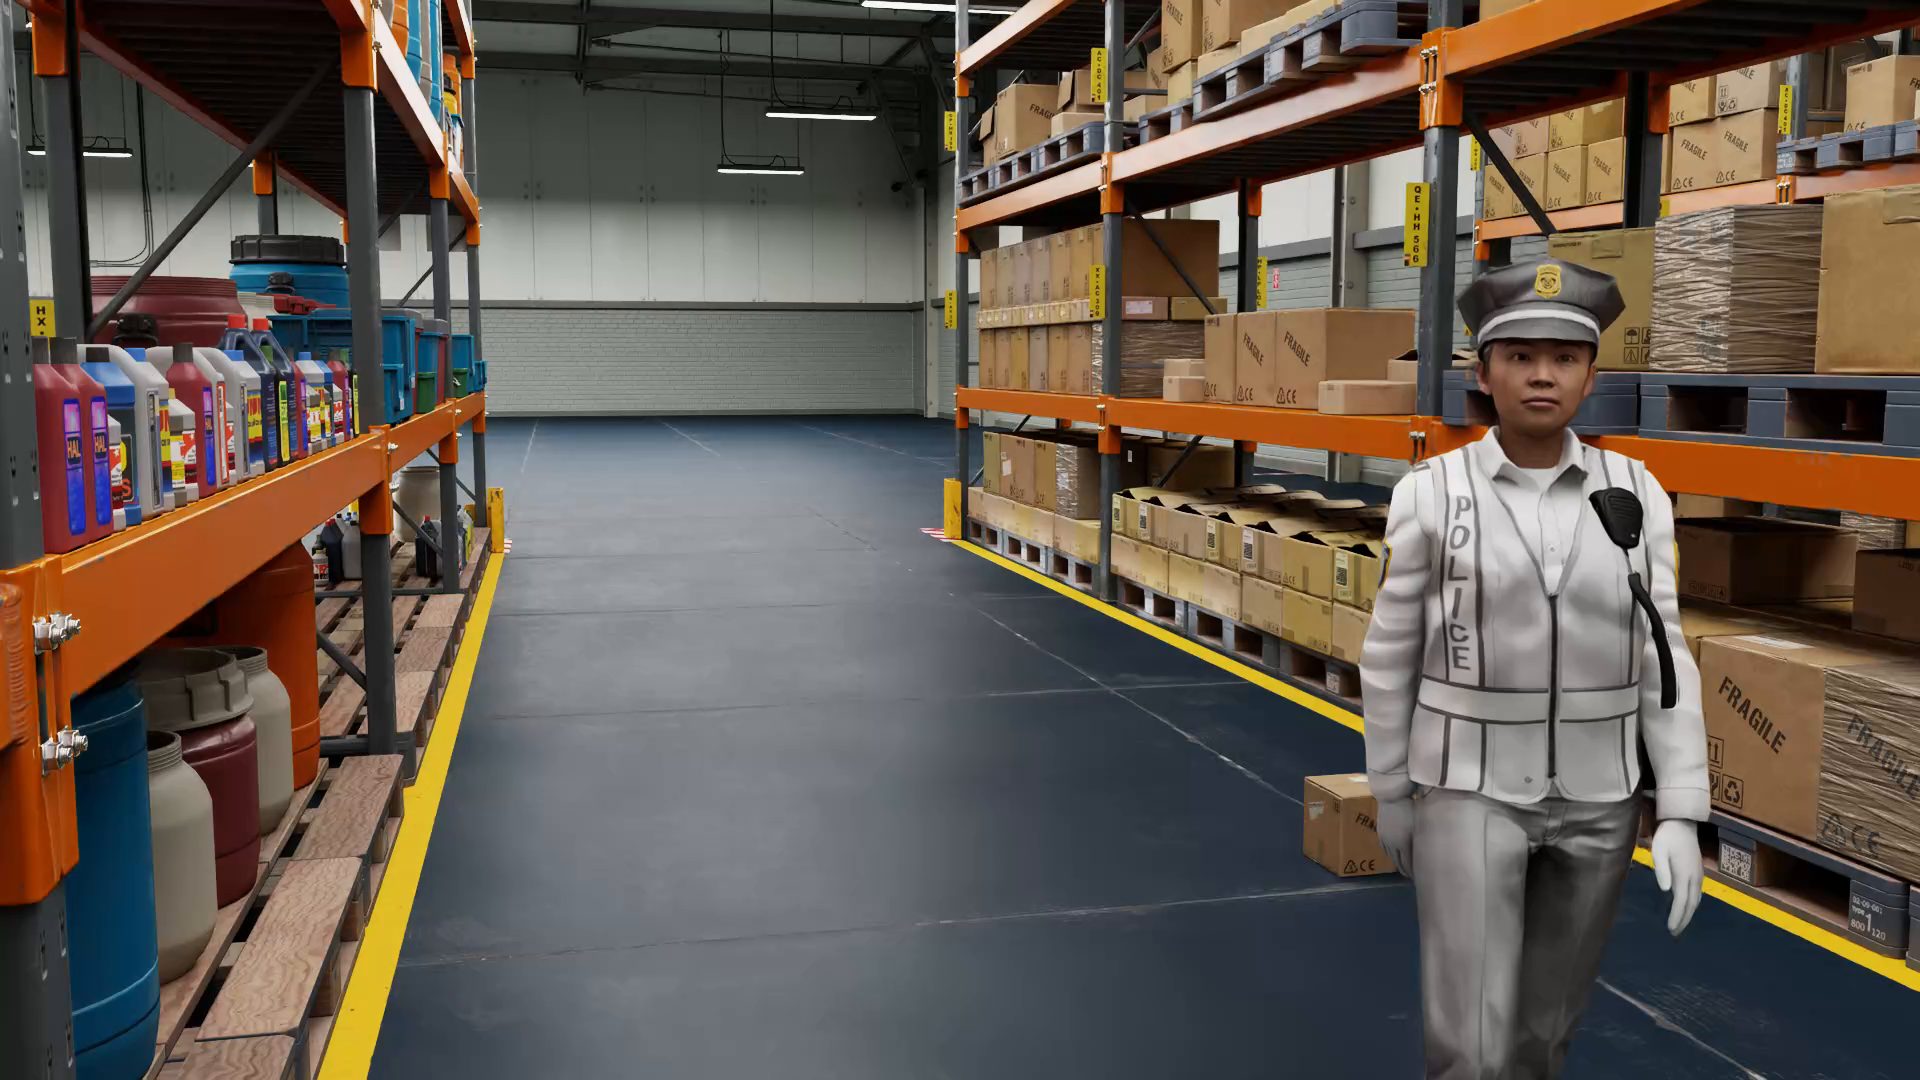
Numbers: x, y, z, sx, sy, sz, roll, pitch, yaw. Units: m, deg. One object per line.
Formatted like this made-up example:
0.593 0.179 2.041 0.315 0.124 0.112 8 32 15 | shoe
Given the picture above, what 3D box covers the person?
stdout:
0.882 0.450 2.582 0.478 1.754 0.504 0 6 2 | person
